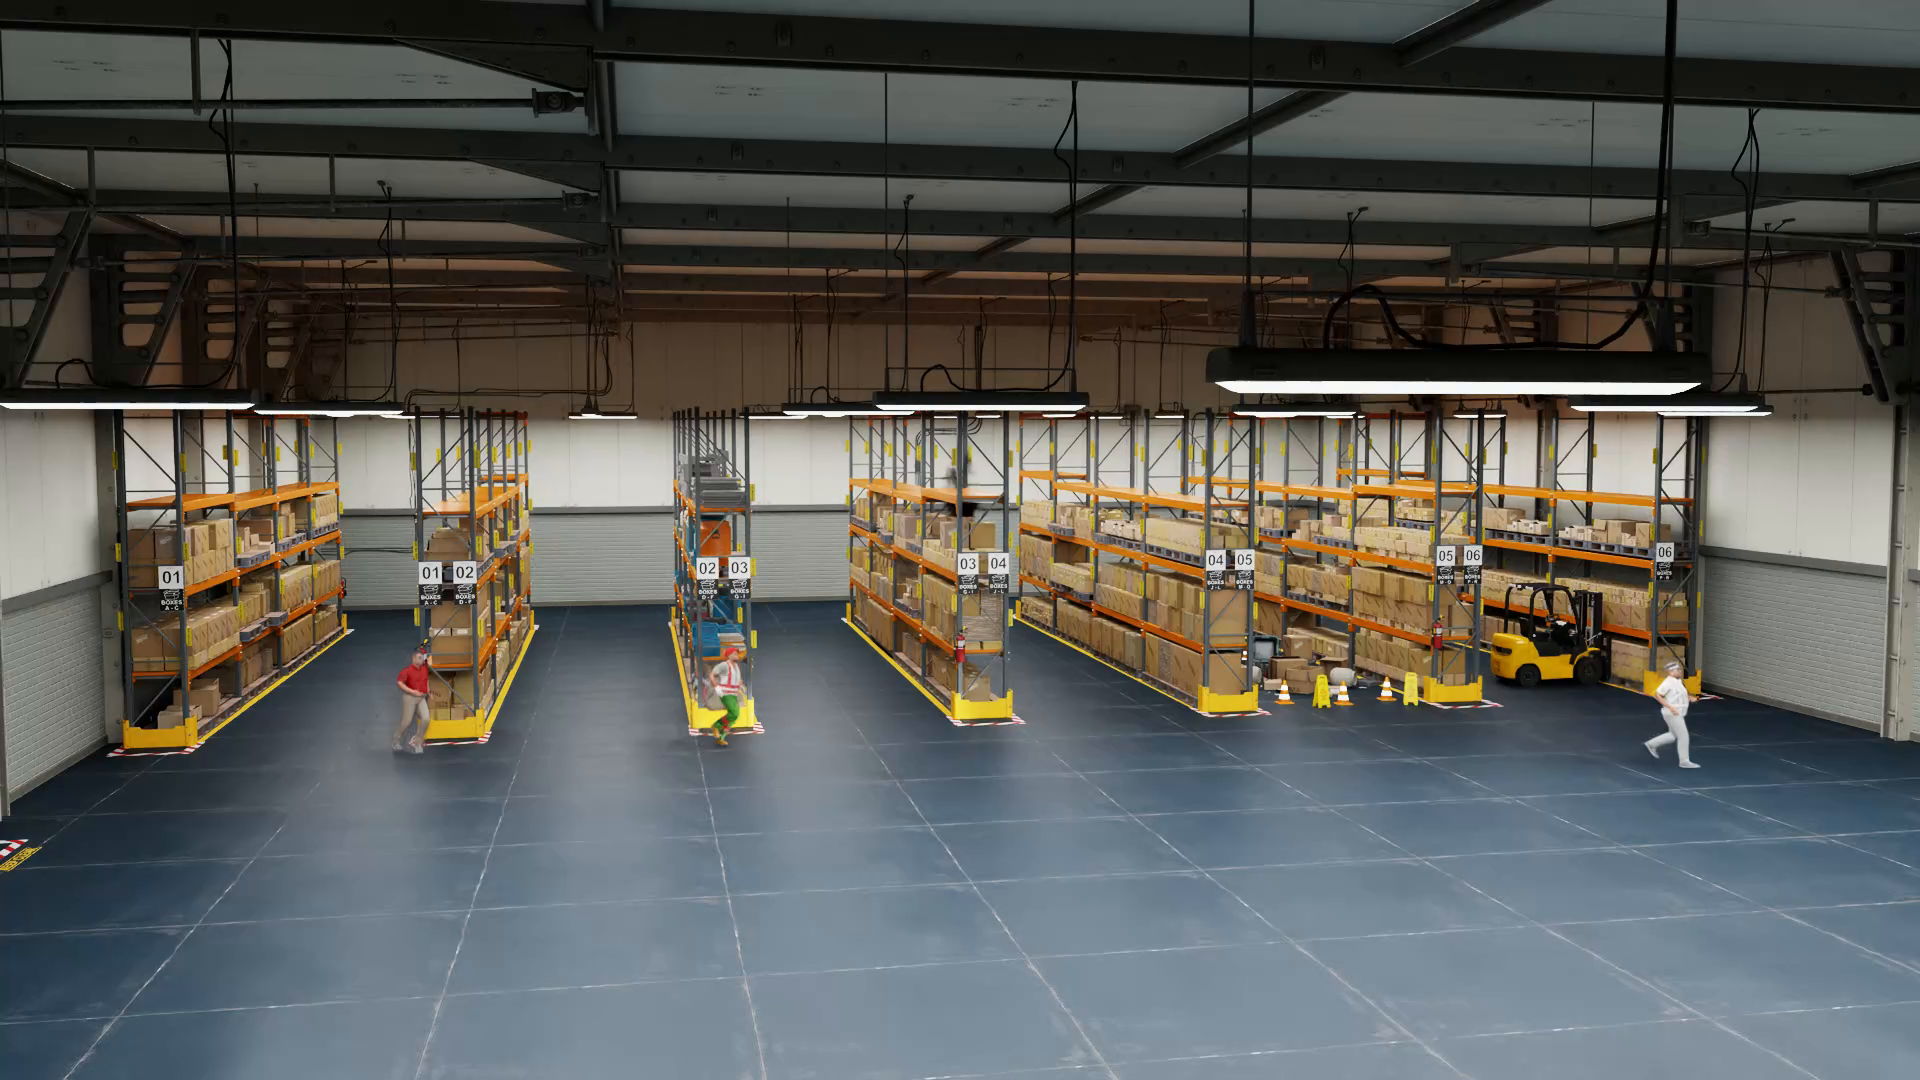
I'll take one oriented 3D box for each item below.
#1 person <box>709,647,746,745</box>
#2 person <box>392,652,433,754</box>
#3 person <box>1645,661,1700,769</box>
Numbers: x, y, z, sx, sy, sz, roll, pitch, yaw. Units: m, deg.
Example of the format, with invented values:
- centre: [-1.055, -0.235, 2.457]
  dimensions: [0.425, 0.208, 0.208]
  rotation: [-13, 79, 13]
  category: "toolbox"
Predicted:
- centre: [-4.073, 2.764, 29.595]
  dimensions: [0.538, 1.707, 0.686]
  rotation: [2, 4, 24]
  category: "person"
- centre: [-9.459, 2.832, 28.883]
  dimensions: [0.671, 1.771, 0.726]
  rotation: [3, 5, 35]
  category: "person"
- centre: [11.835, 2.873, 27.603]
  dimensions: [0.921, 1.752, 0.674]
  rotation: [3, 5, 37]
  category: "person"
